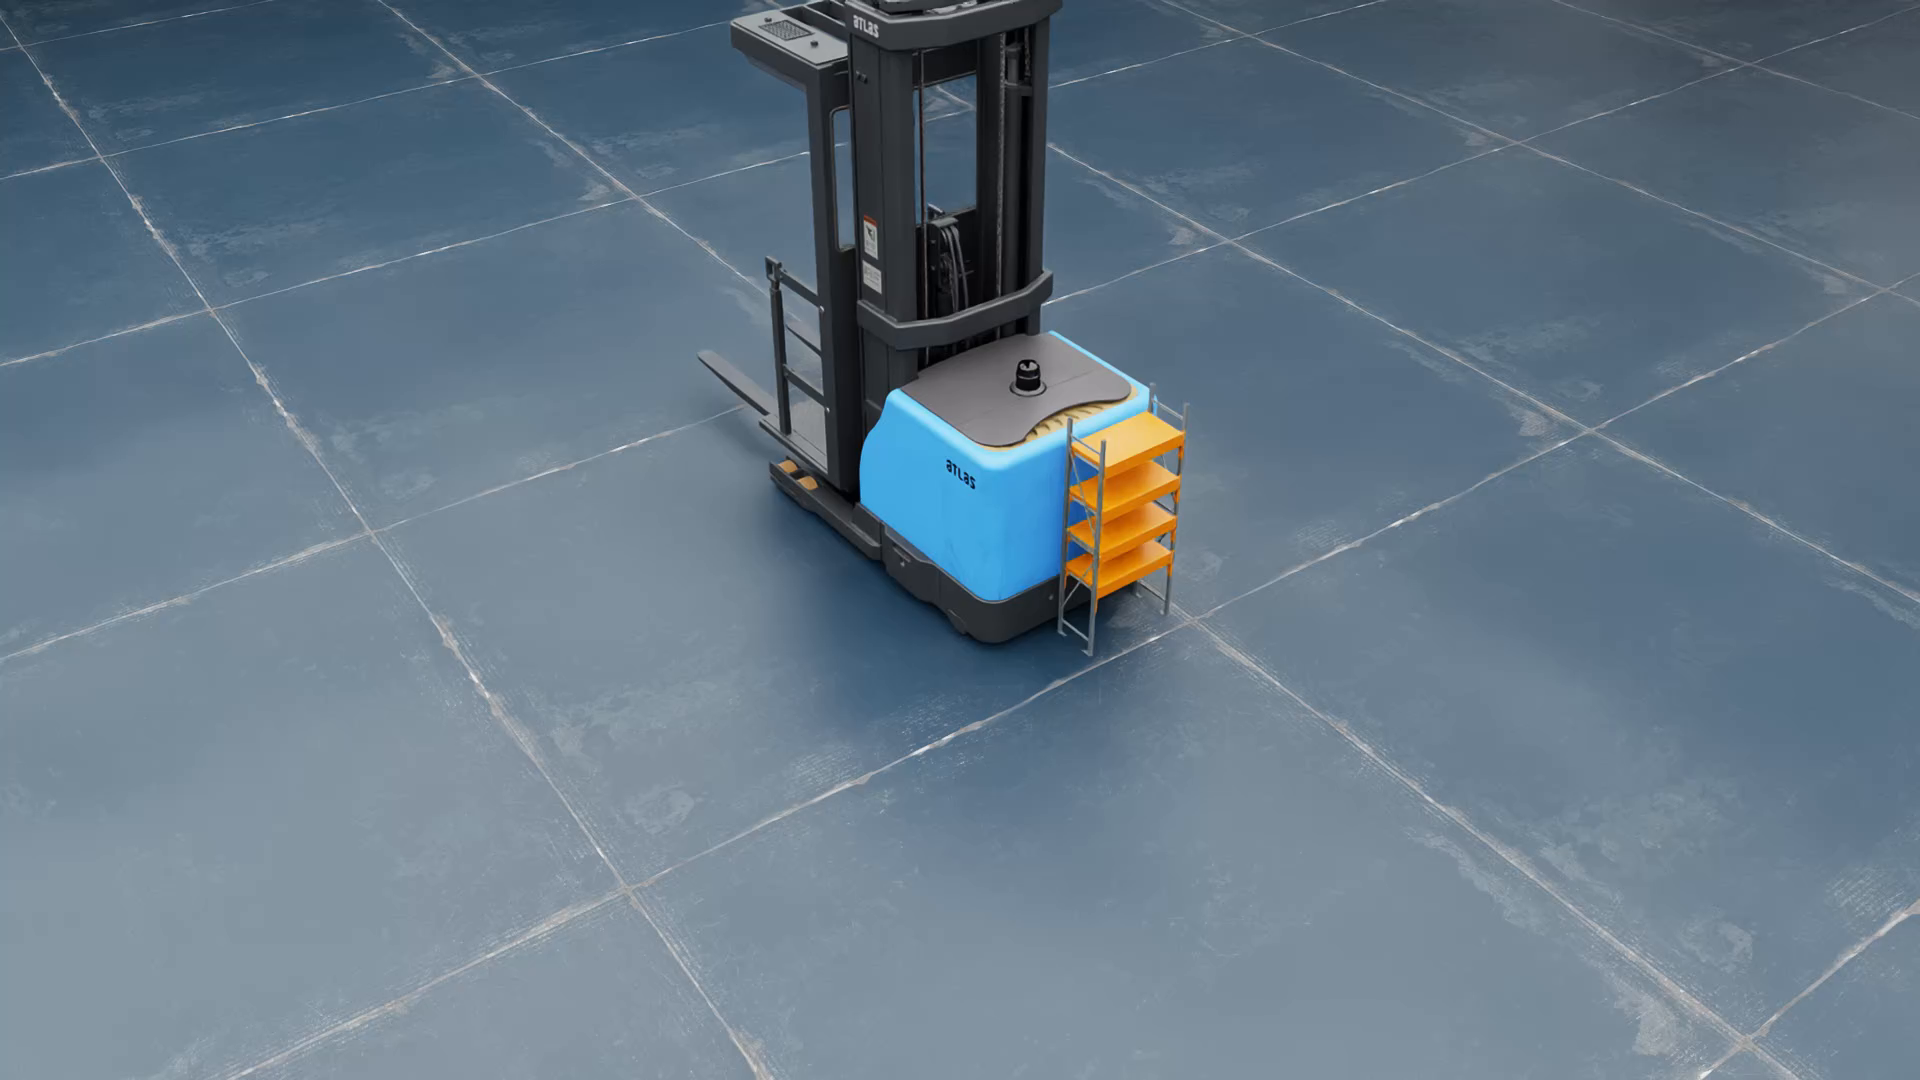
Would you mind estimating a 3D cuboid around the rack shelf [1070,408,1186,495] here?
[{"bbox_3d":[0.740,-0.398,7.416,0.480,0.148,0.258,-24,42,-30],"label":"rack shelf"}]

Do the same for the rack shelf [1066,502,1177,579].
[{"bbox_3d":[0.739,-0.026,7.686,0.480,0.148,0.258,-24,42,-30],"label":"rack shelf"}]

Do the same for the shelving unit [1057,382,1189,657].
[{"bbox_3d":[0.739,-0.080,7.646,0.503,1.200,0.258,-24,42,-30],"label":"shelving unit"}]

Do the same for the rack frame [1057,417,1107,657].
[{"bbox_3d":[0.546,0.007,7.526,0.015,1.200,0.240,-24,42,-30],"label":"rack frame"}]

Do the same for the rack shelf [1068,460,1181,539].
[{"bbox_3d":[0.740,-0.207,7.554,0.480,0.148,0.258,-24,42,-30],"label":"rack shelf"}]

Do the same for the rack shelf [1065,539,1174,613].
[{"bbox_3d":[0.738,0.135,7.802,0.480,0.148,0.258,-24,42,-30],"label":"rack shelf"}]

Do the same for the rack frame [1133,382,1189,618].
[{"bbox_3d":[0.933,-0.167,7.767,0.015,1.200,0.240,-24,42,-30],"label":"rack frame"}]

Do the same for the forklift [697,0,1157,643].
[{"bbox_3d":[-0.360,-1.514,8.158,1.130,2.935,3.031,-24,42,-29],"label":"forklift"}]
